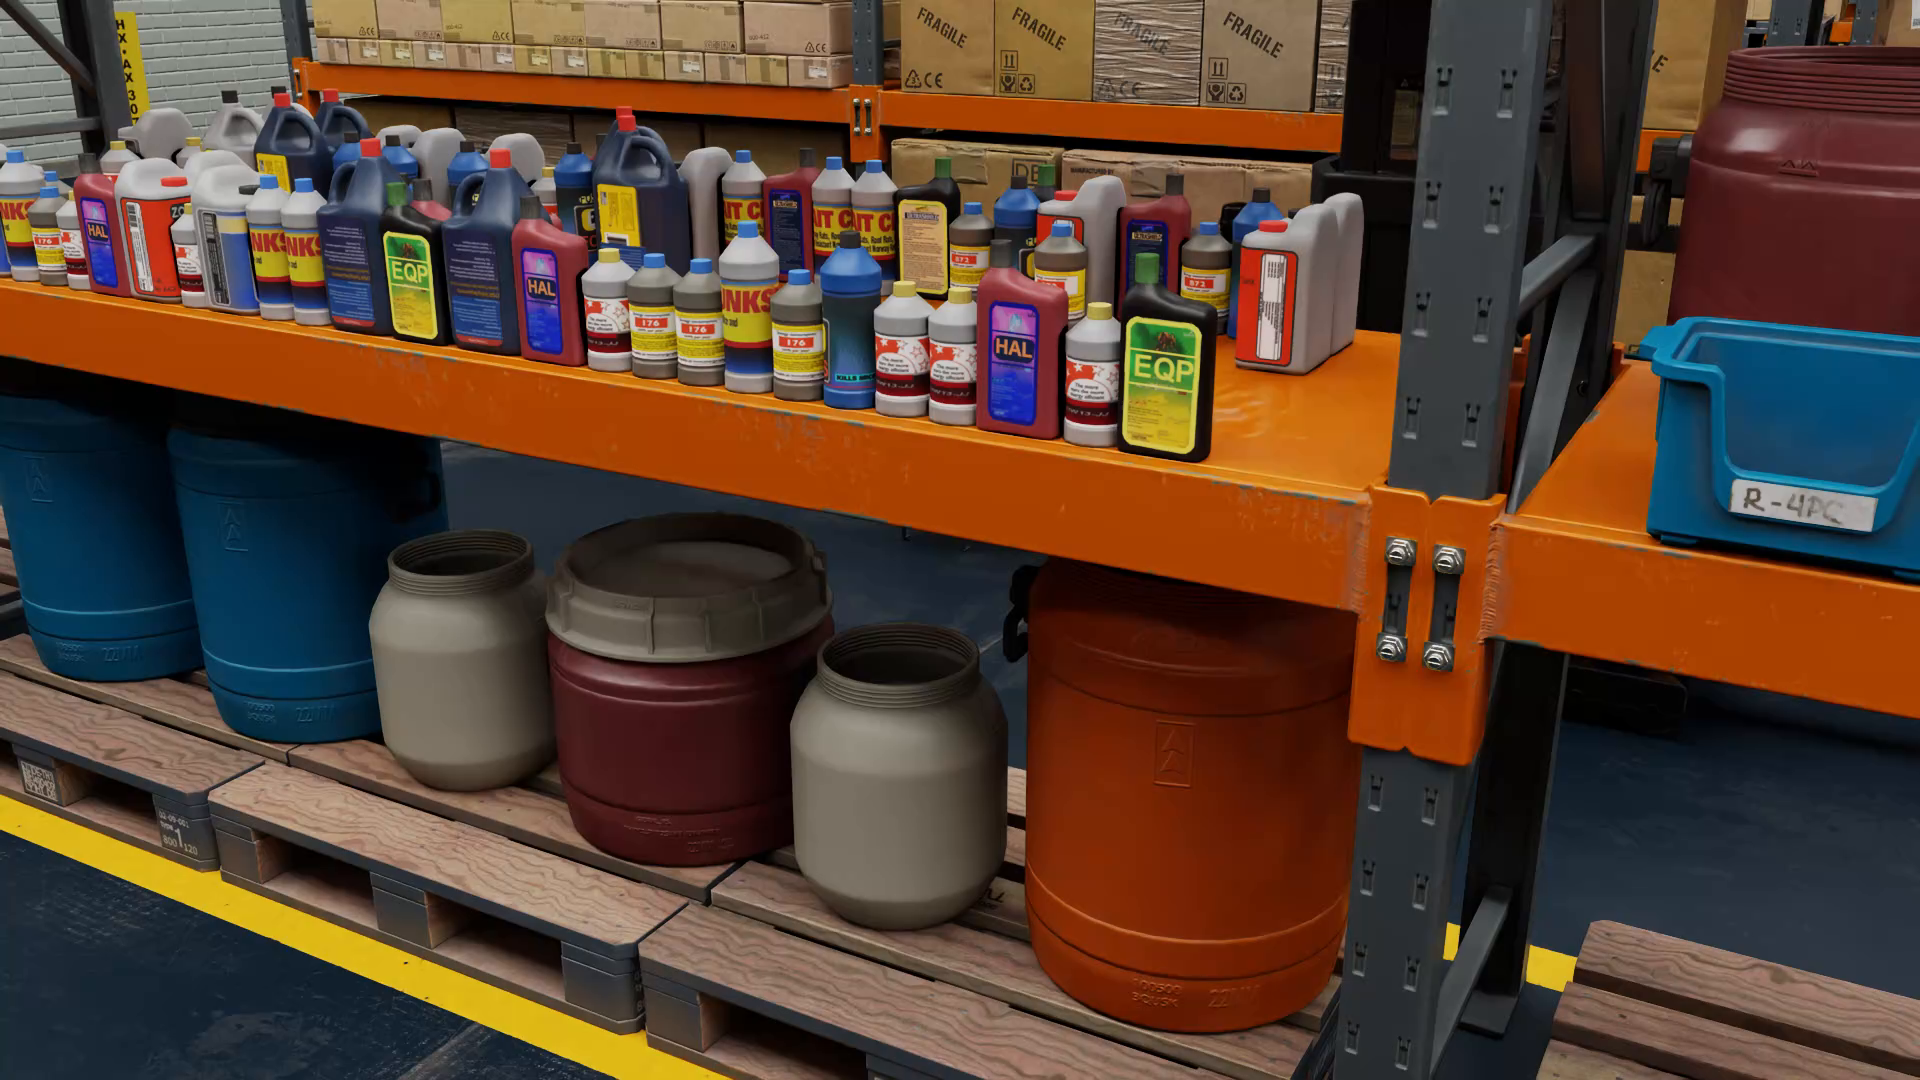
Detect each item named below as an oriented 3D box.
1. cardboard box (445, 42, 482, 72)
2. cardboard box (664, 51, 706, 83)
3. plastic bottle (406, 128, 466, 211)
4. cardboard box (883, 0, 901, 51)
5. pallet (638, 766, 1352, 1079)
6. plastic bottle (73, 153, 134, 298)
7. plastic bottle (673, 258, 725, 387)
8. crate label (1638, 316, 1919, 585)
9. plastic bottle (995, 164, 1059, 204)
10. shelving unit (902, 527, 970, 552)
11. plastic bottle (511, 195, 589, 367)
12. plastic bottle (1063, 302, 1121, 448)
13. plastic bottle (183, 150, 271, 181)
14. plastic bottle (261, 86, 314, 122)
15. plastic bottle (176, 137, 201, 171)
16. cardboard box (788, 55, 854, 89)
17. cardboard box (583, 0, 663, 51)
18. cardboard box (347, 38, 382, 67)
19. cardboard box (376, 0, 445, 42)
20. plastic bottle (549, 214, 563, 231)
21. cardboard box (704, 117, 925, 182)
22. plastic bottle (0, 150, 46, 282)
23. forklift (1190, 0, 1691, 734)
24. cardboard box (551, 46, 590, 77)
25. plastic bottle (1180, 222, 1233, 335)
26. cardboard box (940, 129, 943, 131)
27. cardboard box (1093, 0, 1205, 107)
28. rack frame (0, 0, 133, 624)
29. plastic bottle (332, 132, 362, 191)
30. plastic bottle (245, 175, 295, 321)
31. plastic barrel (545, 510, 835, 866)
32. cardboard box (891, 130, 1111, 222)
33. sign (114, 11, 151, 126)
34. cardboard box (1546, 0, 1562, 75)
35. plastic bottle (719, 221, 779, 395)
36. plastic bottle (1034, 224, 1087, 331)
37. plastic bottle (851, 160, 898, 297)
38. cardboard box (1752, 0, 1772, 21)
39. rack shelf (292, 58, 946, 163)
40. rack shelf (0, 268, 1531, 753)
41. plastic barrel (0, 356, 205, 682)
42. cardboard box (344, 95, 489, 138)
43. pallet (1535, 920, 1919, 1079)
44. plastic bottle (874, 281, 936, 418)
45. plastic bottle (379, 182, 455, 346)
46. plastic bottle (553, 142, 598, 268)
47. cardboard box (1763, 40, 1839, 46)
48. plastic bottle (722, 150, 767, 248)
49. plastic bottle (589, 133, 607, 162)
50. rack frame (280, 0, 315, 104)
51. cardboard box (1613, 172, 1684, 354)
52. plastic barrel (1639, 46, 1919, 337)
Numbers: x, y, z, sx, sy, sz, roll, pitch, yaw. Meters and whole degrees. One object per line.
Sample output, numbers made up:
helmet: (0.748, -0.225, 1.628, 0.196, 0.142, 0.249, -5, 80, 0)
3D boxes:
cardboard box: (-2.667, -2.732, 9.367, 0.250, 0.149, 0.380, 10, 22, 26)
cardboard box: (-1.321, -2.476, 8.661, 0.250, 0.149, 0.380, 11, 23, 28)
plastic bottle: (-1.259, -0.844, 3.974, 0.135, 0.276, 0.152, 11, 23, 27)
cardboard box: (-0.504, -2.738, 8.799, 0.500, 0.250, 0.500, 10, 22, 26)
pallet: (0.146, 0.819, 3.298, 1.213, 0.211, 1.003, 11, 23, 27)
plastic bottle: (-1.750, -0.648, 3.423, 0.133, 0.283, 0.061, 11, 23, 27)
plastic bottle: (-0.425, -0.364, 2.761, 0.097, 0.201, 0.097, 0, 20, 0)
crate label: (1.040, -0.113, 2.023, 0.416, 0.233, 0.303, 11, 23, 27)
plastic bottle: (0.136, -0.599, 3.290, 0.133, 0.283, 0.061, 11, 23, 27)
shelving unit: (-0.047, -0.502, 5.711, 0.252, 1.050, 0.215, 11, 23, 27)
plastic bottle: (-0.705, -0.449, 2.874, 0.133, 0.283, 0.061, 11, 23, 27)
plastic bottle: (0.201, -0.245, 2.432, 0.097, 0.201, 0.097, 0, 20, 0)
plastic bottle: (-1.537, -0.681, 3.526, 0.135, 0.276, 0.152, 11, 23, 27)
plastic bottle: (-1.676, -0.960, 4.184, 0.185, 0.351, 0.144, 11, 23, 27)
plastic bottle: (-2.021, -0.965, 4.417, 0.097, 0.201, 0.097, 0, 20, 0)
cardboard box: (-0.648, -2.348, 8.308, 0.250, 0.149, 0.380, 11, 23, 28)
cardboard box: (-1.634, -2.748, 8.825, 0.500, 0.250, 0.500, 11, 23, 28)
cardboard box: (-3.340, -2.860, 9.720, 0.250, 0.149, 0.380, 10, 22, 27)
cardboard box: (-2.970, -3.003, 9.528, 0.500, 0.250, 0.500, 10, 22, 27)
plastic bottle: (-0.796, -0.522, 3.077, 0.133, 0.283, 0.061, 11, 23, 27)
cardboard box: (-0.759, -1.845, 9.053, 0.875, 0.875, 0.875, 11, 23, 27)
plastic bottle: (-2.012, -0.699, 3.583, 0.097, 0.271, 0.097, 0, 20, 0)
forklift: (1.839, -1.067, 4.509, 3.031, 2.935, 1.130, 10, 22, 26)
cardboard box: (-1.992, -2.604, 9.014, 0.250, 0.149, 0.380, 11, 23, 28)
plastic bottle: (0.462, -0.492, 3.113, 0.097, 0.201, 0.097, 0, 20, 0)
cardboard box: (0.036, -3.431, 13.617, 0.250, 0.149, 0.380, 12, 23, 29)
cardboard box: (0.934, -2.242, 7.501, 0.500, 0.500, 0.500, 10, 22, 26)
rack frame: (-2.638, -1.038, 4.329, 0.127, 3.000, 1.000, 11, 23, 27)
plastic bottle: (-1.421, -0.824, 3.926, 0.097, 0.271, 0.097, 0, 20, 0)
plastic bottle: (-1.321, -0.568, 3.219, 0.097, 0.271, 0.097, 0, 20, 0)
plastic barrel: (-0.567, 0.299, 3.563, 0.708, 0.588, 0.600, 11, 23, 27)
cardboard box: (0.346, -1.611, 8.407, 0.875, 0.875, 1.225, 11, 23, 27)
sign: (-2.368, -1.332, 4.732, 0.005, 0.325, 0.100, 11, 23, 27)
cardboard box: (2.286, -1.988, 6.799, 0.500, 0.500, 0.500, 11, 22, 27)
plastic bottle: (-0.340, -0.381, 2.705, 0.097, 0.271, 0.097, 0, 20, 0)
plastic bottle: (0.186, -0.485, 3.094, 0.097, 0.201, 0.097, 0, 20, 0)
plastic bottle: (-0.175, -0.646, 3.435, 0.097, 0.271, 0.097, 0, 20, 0)
cardboard box: (5.122, -3.332, 10.404, 0.250, 0.149, 0.380, 11, 23, 28)
rack shelf: (-1.968, -2.507, 9.433, 4.000, 0.370, 1.077, 11, 23, 27)
rack shelf: (-0.892, -0.368, 3.535, 4.000, 0.370, 1.077, 11, 23, 27)
plastic barrel: (-2.171, -0.154, 4.352, 0.708, 0.901, 0.600, 11, 23, 27)
cardboard box: (-3.116, -2.294, 10.291, 0.875, 0.875, 0.875, 11, 23, 27)
pallet: (1.512, 1.078, 2.584, 1.213, 0.211, 1.003, 11, 23, 27)
plastic bottle: (-0.085, -0.299, 2.583, 0.097, 0.201, 0.097, 0, 20, 0)
plastic bottle: (-0.982, -0.502, 3.020, 0.133, 0.283, 0.061, 11, 23, 27)
plastic bottle: (-0.855, -0.752, 3.727, 0.097, 0.271, 0.097, 0, 20, 0)
cardboard box: (7.540, -4.136, 15.369, 0.875, 0.875, 0.875, 11, 22, 27)
plastic bottle: (-0.462, -0.700, 3.586, 0.097, 0.271, 0.097, 0, 20, 0)
plastic bottle: (-0.832, -0.784, 3.798, 0.133, 0.283, 0.061, 11, 23, 27)
rack frame: (-3.714, -3.178, 10.228, 0.127, 3.000, 1.000, 11, 23, 27)
cardboard box: (2.678, -1.167, 7.184, 0.875, 0.875, 1.225, 10, 22, 25)
plastic barrel: (1.407, -0.450, 2.508, 0.708, 0.536, 0.600, 11, 23, 27)
